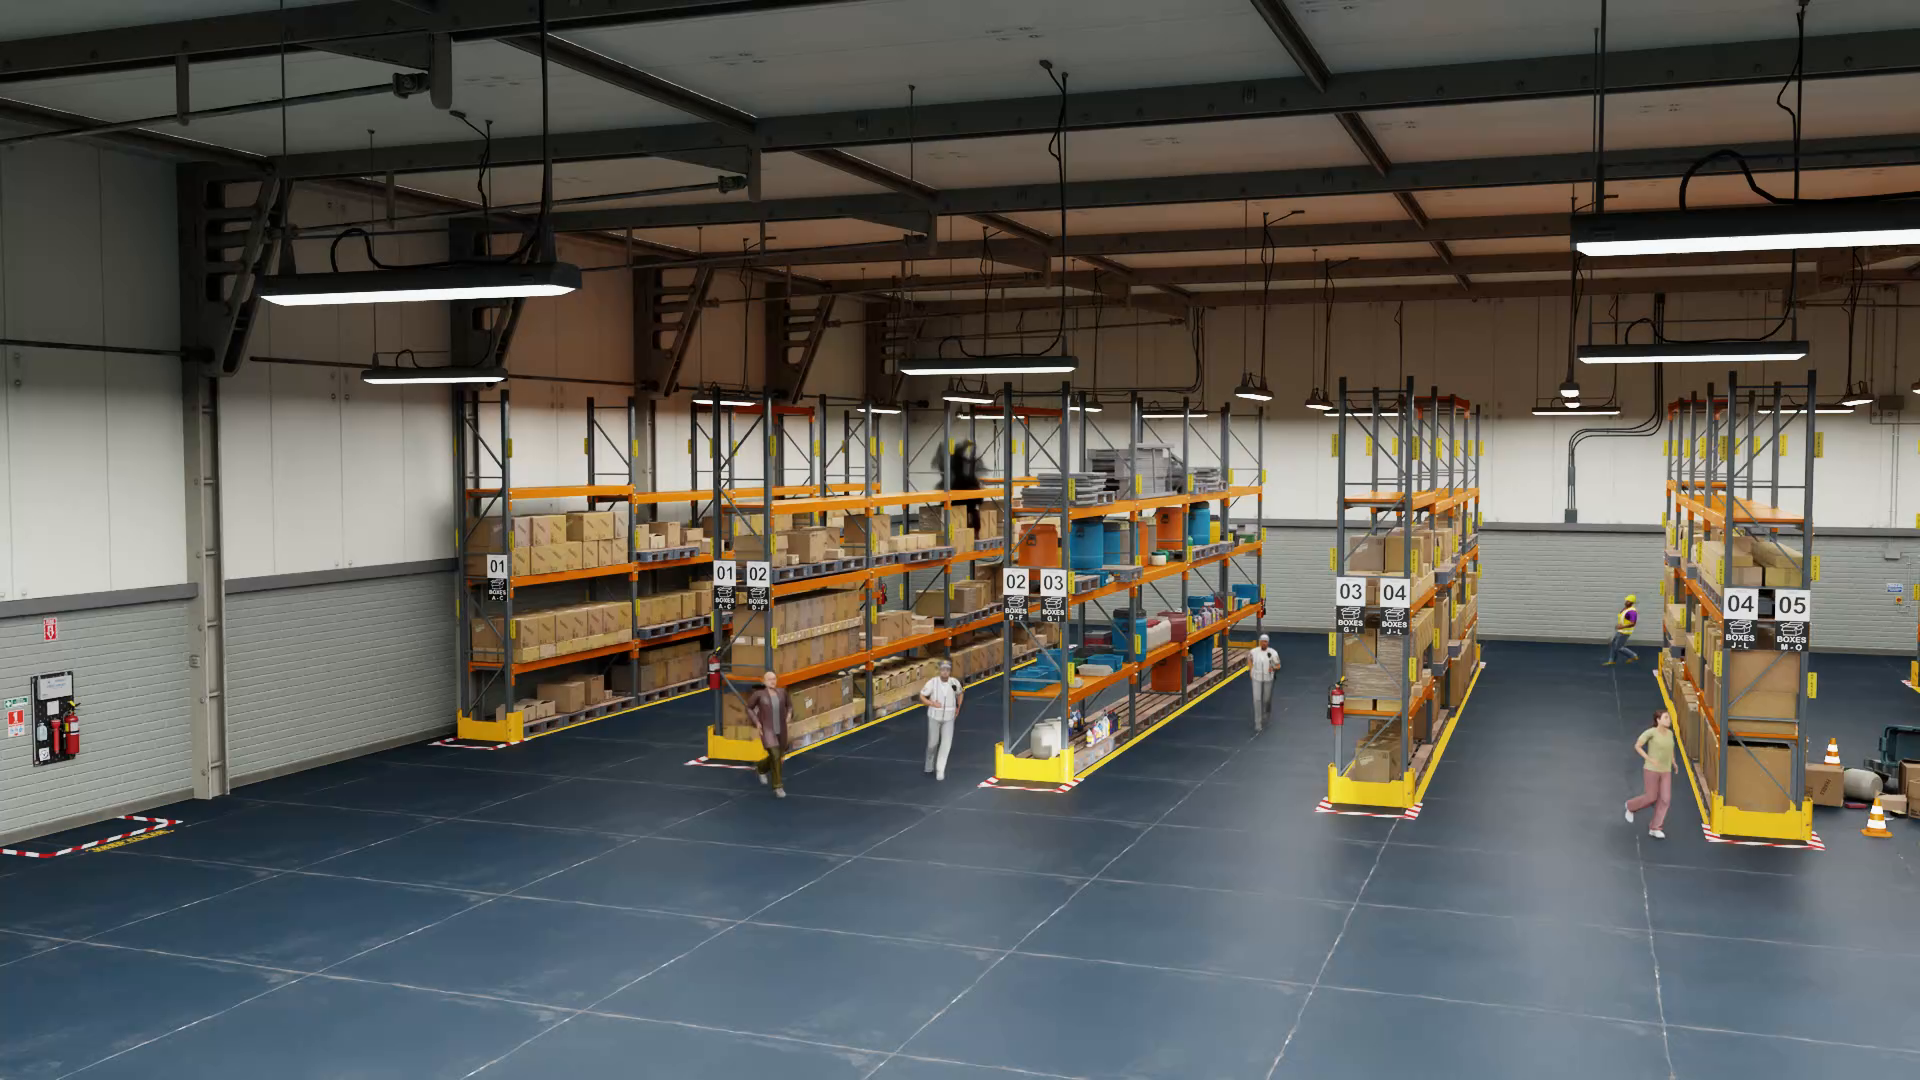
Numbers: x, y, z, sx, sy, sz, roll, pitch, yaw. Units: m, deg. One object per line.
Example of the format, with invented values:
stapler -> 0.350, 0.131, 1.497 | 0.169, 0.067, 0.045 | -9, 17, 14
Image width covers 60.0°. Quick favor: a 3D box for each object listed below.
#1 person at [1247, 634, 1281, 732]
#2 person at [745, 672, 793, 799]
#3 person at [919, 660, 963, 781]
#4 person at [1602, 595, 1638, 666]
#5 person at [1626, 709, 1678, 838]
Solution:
person -> 5.443, 2.528, 29.807 | 0.606, 1.684, 0.928 | 1, 3, 13
person -> -2.732, 2.795, 24.117 | 0.699, 1.783, 0.923 | -2, 4, -33
person -> -0.277, 2.735, 25.408 | 0.698, 1.837, 0.795 | 0, 3, -8
person -> 15.103, 2.085, 37.919 | 0.743, 1.678, 0.778 | 1, 3, 12
person -> 9.077, 3.106, 21.646 | 0.626, 1.424, 0.766 | -1, 3, -14
